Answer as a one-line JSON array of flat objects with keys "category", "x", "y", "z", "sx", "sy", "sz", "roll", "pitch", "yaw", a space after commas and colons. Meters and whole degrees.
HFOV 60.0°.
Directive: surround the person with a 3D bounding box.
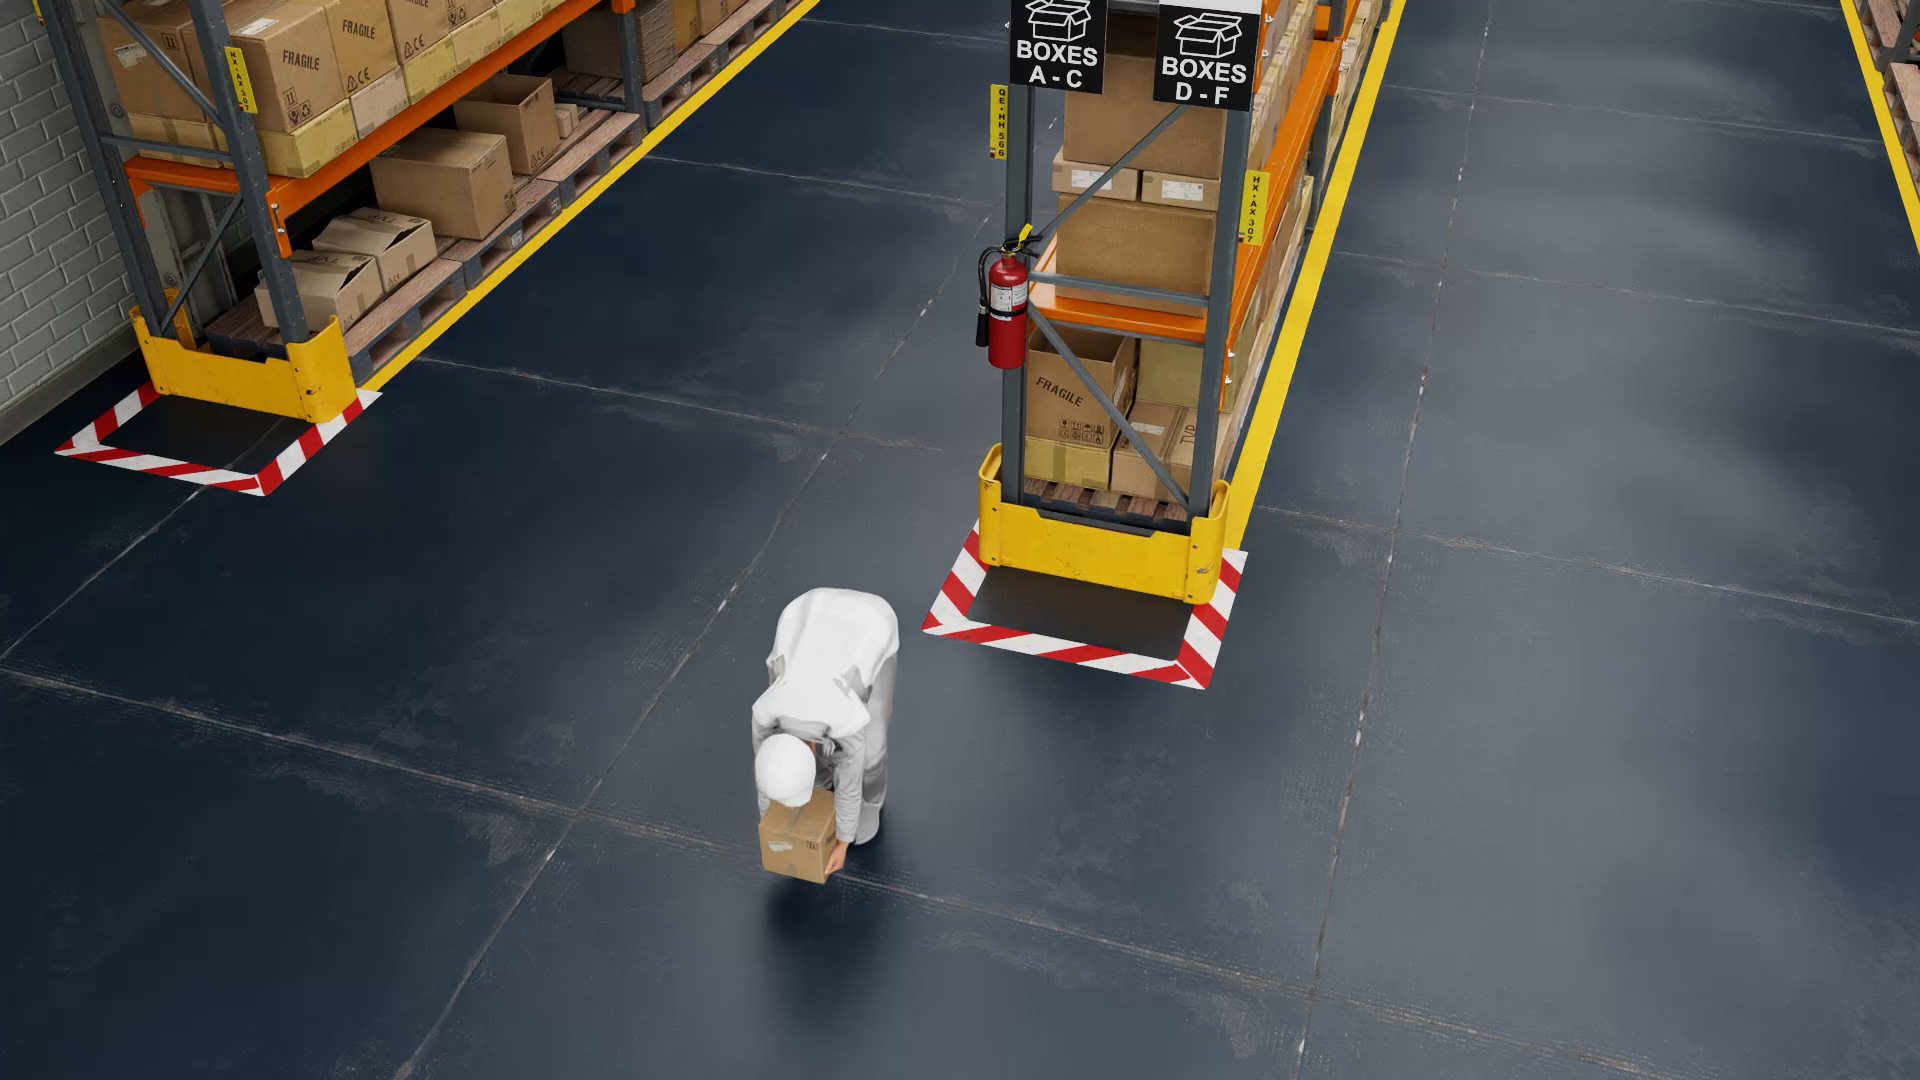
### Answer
[{"category": "person", "x": -0.537, "y": 0.798, "z": 6.403, "sx": 0.479, "sy": 1.054, "sz": 1.006, "roll": 9, "pitch": 38, "yaw": 12}]
